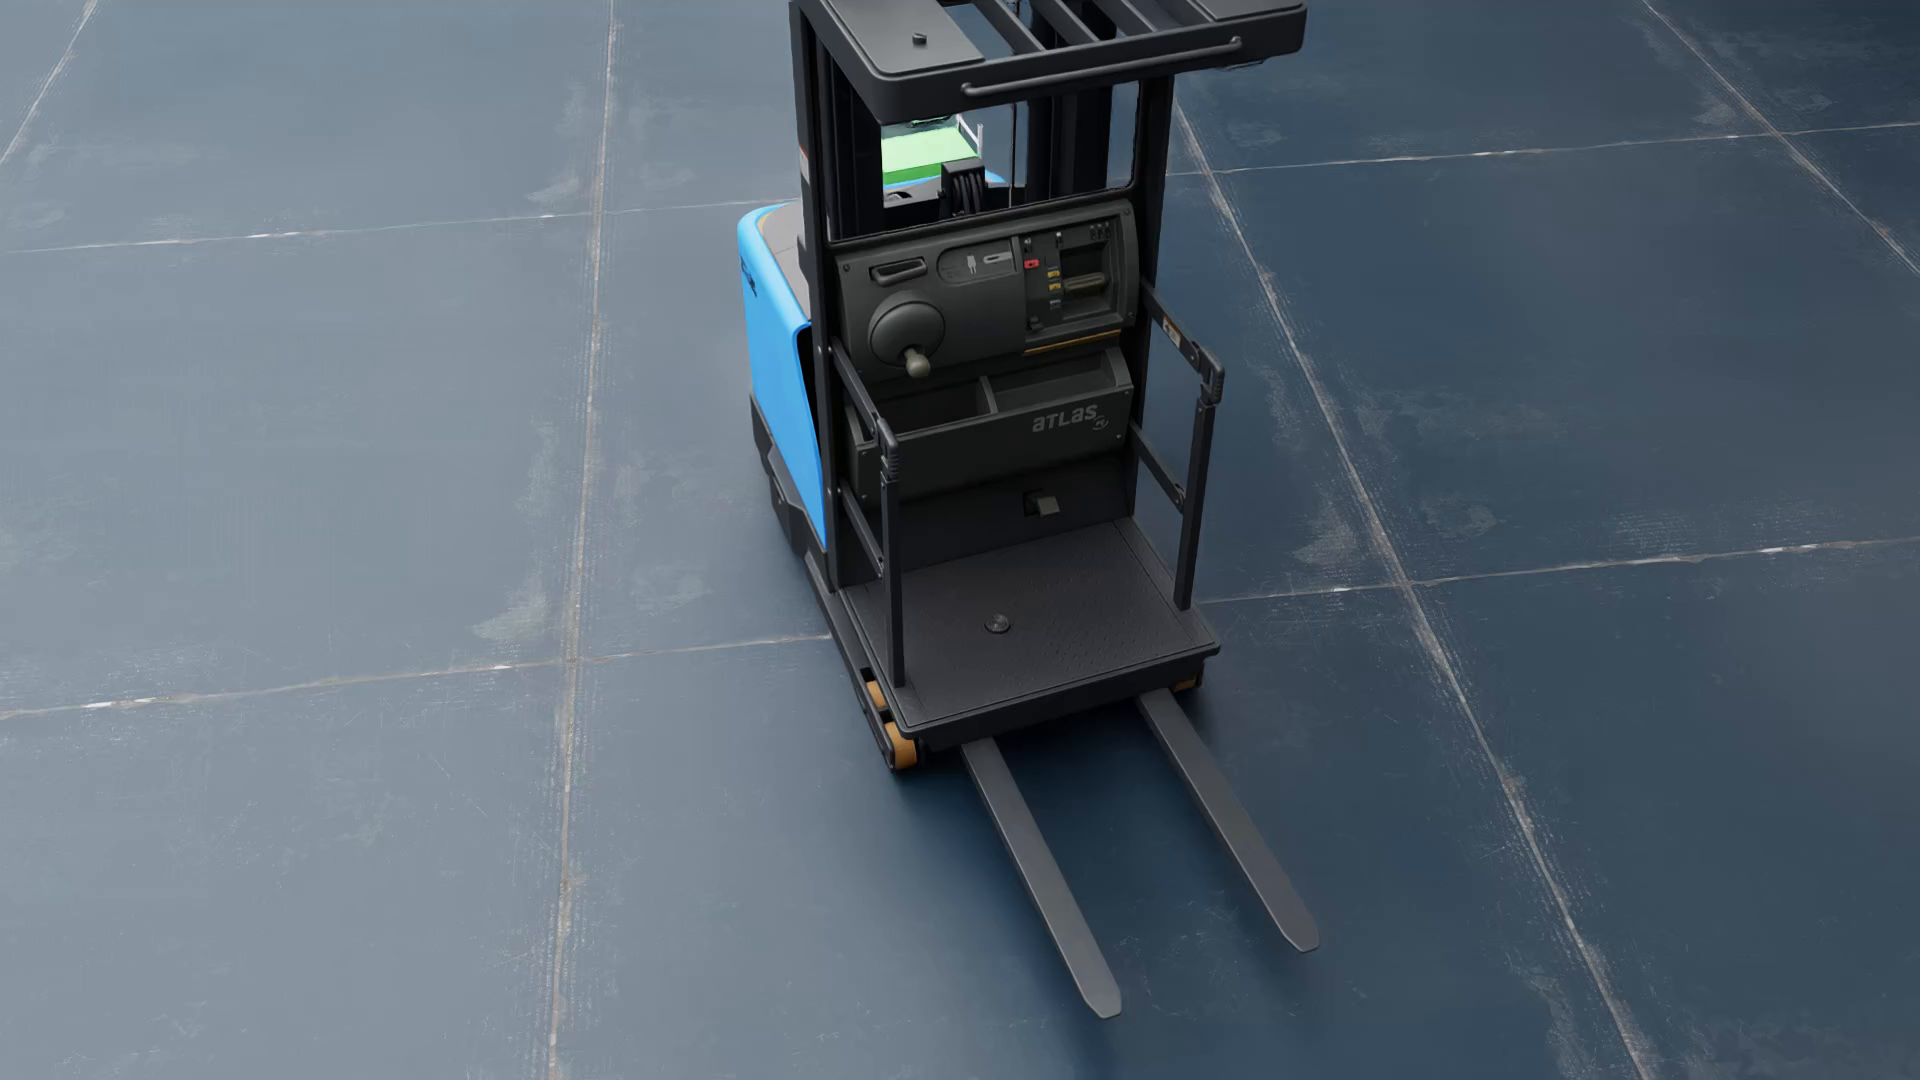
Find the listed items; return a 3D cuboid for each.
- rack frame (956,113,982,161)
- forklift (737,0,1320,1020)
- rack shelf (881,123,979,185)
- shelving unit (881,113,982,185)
[{"bbox_3d":[0.033,-1.168,6.649,0.015,1.200,0.240,-14,44,-15],"label":"rack frame"},{"bbox_3d":[0.172,-0.657,4.791,1.130,2.935,3.031,-14,44,-15],"label":"forklift"},{"bbox_3d":[-0.196,-1.420,6.308,0.480,0.148,0.258,-14,44,-15],"label":"rack shelf"},{"bbox_3d":[-0.196,-1.111,6.586,0.503,1.200,0.258,-14,44,-15],"label":"shelving unit"}]
